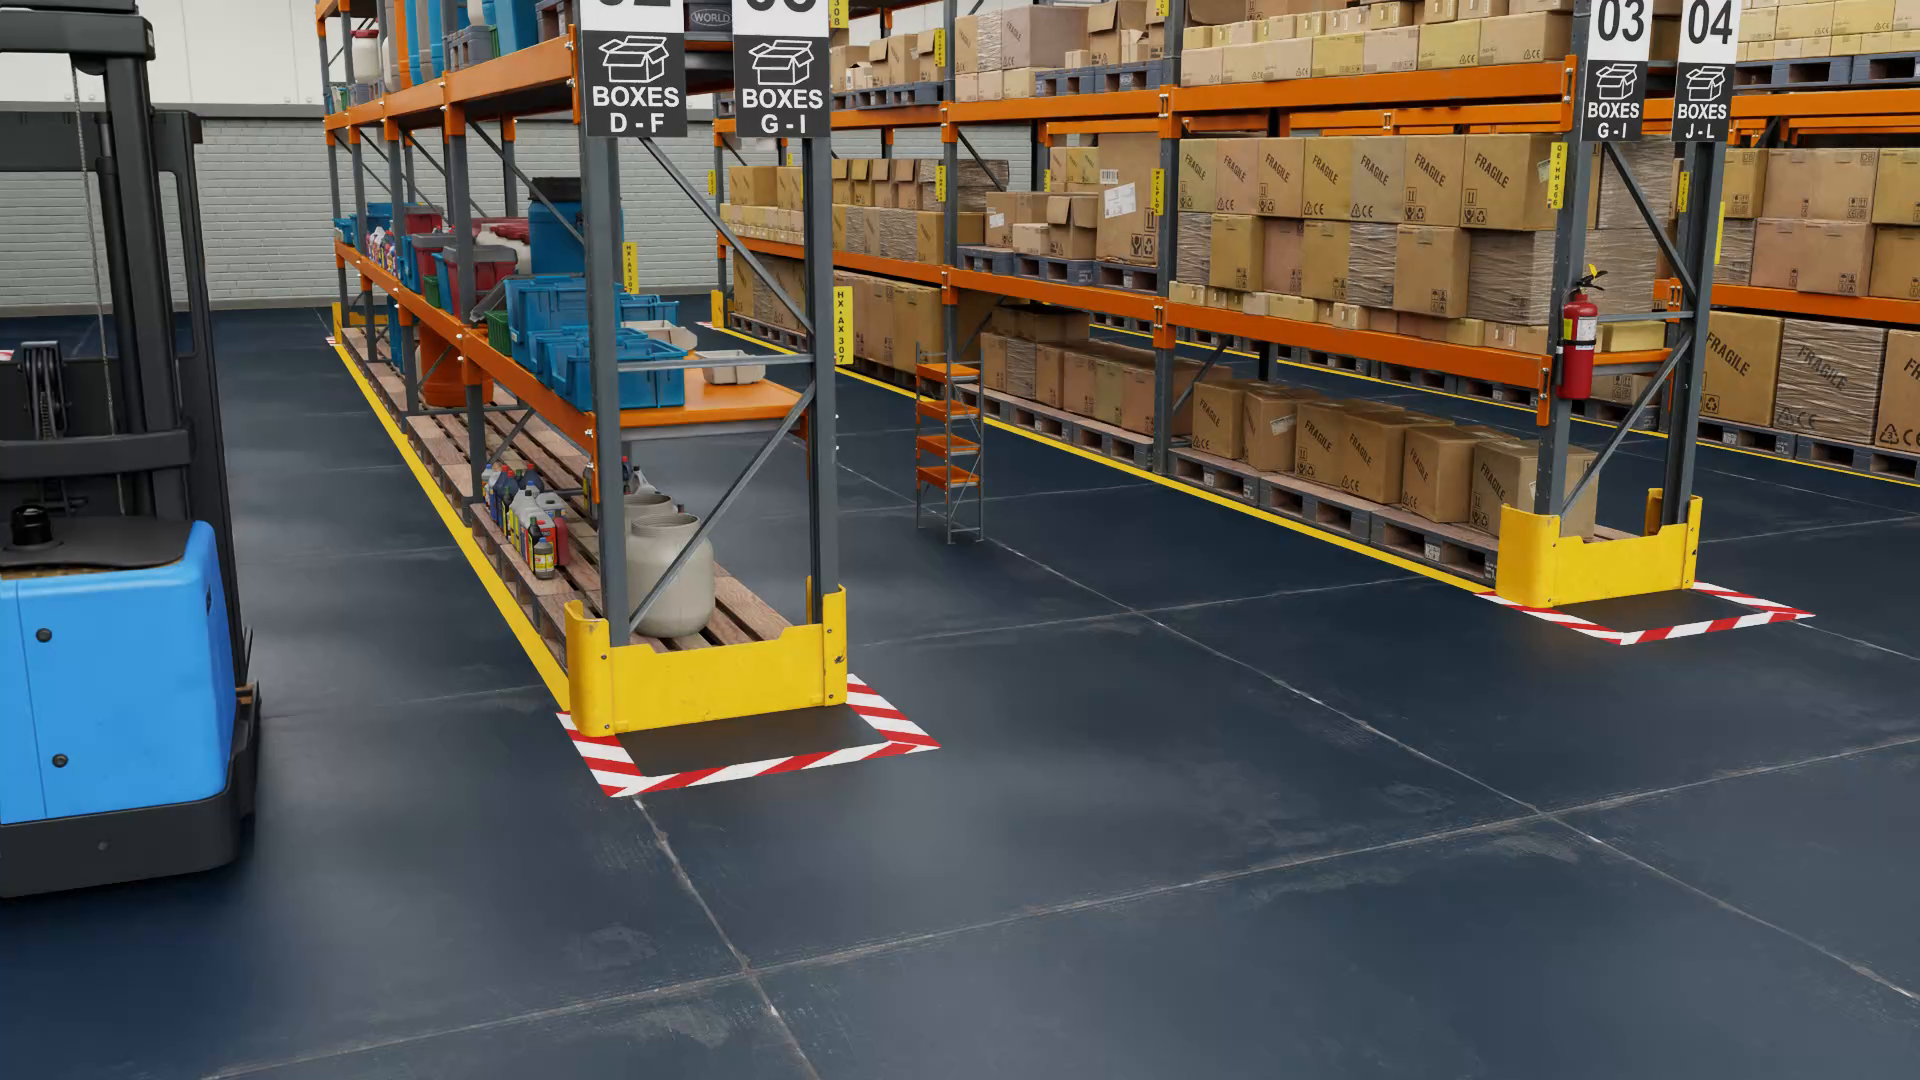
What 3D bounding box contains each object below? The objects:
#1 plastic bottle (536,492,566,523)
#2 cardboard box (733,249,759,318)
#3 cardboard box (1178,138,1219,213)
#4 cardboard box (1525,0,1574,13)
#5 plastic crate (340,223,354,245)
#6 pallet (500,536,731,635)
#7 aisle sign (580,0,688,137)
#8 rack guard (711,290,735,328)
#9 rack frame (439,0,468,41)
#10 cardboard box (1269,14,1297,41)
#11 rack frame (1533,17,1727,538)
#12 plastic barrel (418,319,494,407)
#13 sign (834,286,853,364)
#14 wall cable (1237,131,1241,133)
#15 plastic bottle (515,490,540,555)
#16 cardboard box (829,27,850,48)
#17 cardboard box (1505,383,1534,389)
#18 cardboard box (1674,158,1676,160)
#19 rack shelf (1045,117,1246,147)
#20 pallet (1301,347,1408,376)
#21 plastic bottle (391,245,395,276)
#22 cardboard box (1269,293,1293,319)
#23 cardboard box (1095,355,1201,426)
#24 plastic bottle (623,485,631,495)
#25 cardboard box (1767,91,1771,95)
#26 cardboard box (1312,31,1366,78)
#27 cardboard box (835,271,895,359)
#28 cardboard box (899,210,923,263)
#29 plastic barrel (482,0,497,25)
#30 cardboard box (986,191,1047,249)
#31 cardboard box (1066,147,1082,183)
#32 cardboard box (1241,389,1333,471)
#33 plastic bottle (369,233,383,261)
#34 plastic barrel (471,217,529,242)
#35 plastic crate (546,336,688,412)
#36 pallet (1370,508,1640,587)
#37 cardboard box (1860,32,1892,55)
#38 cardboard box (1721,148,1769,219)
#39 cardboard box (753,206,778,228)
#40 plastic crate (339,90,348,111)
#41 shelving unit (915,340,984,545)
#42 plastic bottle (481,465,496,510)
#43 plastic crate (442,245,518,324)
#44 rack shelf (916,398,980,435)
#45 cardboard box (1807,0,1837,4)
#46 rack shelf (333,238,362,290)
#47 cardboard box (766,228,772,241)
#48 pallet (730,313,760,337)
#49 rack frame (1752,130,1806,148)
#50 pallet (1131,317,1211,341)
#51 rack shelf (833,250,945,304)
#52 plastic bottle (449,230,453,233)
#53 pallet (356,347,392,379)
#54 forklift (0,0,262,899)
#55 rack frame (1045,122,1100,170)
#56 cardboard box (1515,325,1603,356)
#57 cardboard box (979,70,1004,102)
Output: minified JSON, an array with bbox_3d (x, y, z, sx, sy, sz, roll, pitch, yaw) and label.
[{"bbox_3d":[-2.293,-0.122,9.308,0.152,0.276,0.135,-6,14,-23],"label":"plastic bottle"},{"bbox_3d":[-2.547,-3.518,22.698,0.875,0.875,0.875,-6,14,-23],"label":"cardboard box"},{"bbox_3d":[1.877,-2.559,11.675,0.500,0.500,0.500,-6,14,-23],"label":"cardboard box"},{"bbox_3d":[3.135,-2.780,8.523,0.380,0.149,0.250,-6,14,-23],"label":"cardboard box"},{"bbox_3d":[-6.970,-3.559,19.333,0.416,0.233,0.300,-6,14,-23],"label":"plastic crate"},{"bbox_3d":[-1.885,0.207,9.009,1.003,0.211,1.213,-6,14,-23],"label":"pallet"},{"bbox_3d":[-1.249,-1.945,6.357,0.394,0.787,0.004,-6,14,-23],"label":"aisle sign"},{"bbox_3d":[-2.886,-3.261,23.349,1.175,0.500,0.348,-6,14,-23],"label":"rack guard"},{"bbox_3d":[-2.608,-4.470,9.725,1.000,3.000,0.127,-6,14,-23],"label":"rack frame"},{"bbox_3d":[2.201,-3.265,10.622,0.380,0.149,0.250,-6,14,-24],"label":"cardboard box"},{"bbox_3d":[3.532,-1.168,8.763,1.000,3.000,0.127,-6,14,-23],"label":"rack frame"},{"bbox_3d":[-4.422,-1.620,14.599,0.600,0.830,0.708,-6,14,-23],"label":"plastic barrel"},{"bbox_3d":[-0.500,-0.904,7.010,0.100,0.325,0.005,-6,14,-23],"label":"sign"},{"bbox_3d":[5.218,-7.157,32.387,0.588,1.984,0.122,-6,14,-23],"label":"wall cable"},{"bbox_3d":[-2.345,-0.101,9.054,0.144,0.351,0.185,-5,14,-21],"label":"plastic bottle"},{"bbox_3d":[-1.645,-5.971,19.825,0.500,0.250,0.500,-7,15,-27],"label":"cardboard box"},{"bbox_3d":[5.801,-1.850,15.767,1.050,0.750,0.750,-6,14,-23],"label":"cardboard box"},{"bbox_3d":[8.748,-4.440,20.462,0.500,0.500,0.500,-5,14,-22],"label":"cardboard box"},{"bbox_3d":[2.509,-5.598,22.849,1.077,0.370,4.000,-6,14,-23],"label":"rack shelf"},{"bbox_3d":[4.601,-2.051,18.763,1.003,0.211,1.213,-6,14,-23],"label":"pallet"},{"bbox_3d":[-4.963,-2.469,14.671,0.097,0.271,0.097,0,13,0],"label":"plastic bottle"},{"bbox_3d":[2.264,-1.544,10.947,0.380,0.149,0.250,-6,14,-23],"label":"cardboard box"},{"bbox_3d":[1.530,-1.220,13.556,0.700,0.500,0.500,-6,14,-23],"label":"cardboard box"},{"bbox_3d":[-1.916,-0.181,9.547,0.061,0.283,0.133,-6,14,-23],"label":"plastic bottle"},{"bbox_3d":[12.070,-6.627,24.443,0.380,0.149,0.250,-5,14,-21],"label":"cardboard box"},{"bbox_3d":[2.500,-2.946,10.125,0.500,0.250,0.500,-6,14,-24],"label":"cardboard box"},{"bbox_3d":[-0.641,-2.502,18.307,1.225,0.875,0.875,-6,14,-25],"label":"cardboard box"},{"bbox_3d":[-0.291,-3.052,16.684,0.500,0.500,0.500,-6,14,-23],"label":"cardboard box"},{"bbox_3d":[-2.307,-3.242,9.029,0.600,0.901,0.708,-6,14,-23],"label":"plastic barrel"},{"bbox_3d":[0.581,-2.966,15.380,0.500,0.500,0.500,-8,15,-30],"label":"cardboard box"},{"bbox_3d":[1.853,-5.361,23.781,0.500,0.500,0.500,-5,14,-21],"label":"cardboard box"},{"bbox_3d":[2.290,-0.777,11.687,0.500,0.500,0.500,-1,13,-5],"label":"cardboard box"},{"bbox_3d":[-5.830,-2.934,16.668,0.152,0.276,0.135,-6,14,-23],"label":"plastic bottle"},{"bbox_3d":[-3.747,-2.371,13.660,0.600,0.536,0.708,-6,14,-23],"label":"plastic barrel"},{"bbox_3d":[-1.480,-0.724,7.177,0.499,0.251,0.616,-6,14,-23],"label":"plastic crate"},{"bbox_3d":[3.209,0.004,9.884,1.003,0.211,1.213,-6,14,-23],"label":"pallet"},{"bbox_3d":[6.862,-3.645,12.217,0.380,0.149,0.250,-6,14,-23],"label":"cardboard box"},{"bbox_3d":[6.632,-2.941,13.698,0.875,0.550,0.550,-6,14,-23],"label":"cardboard box"},{"bbox_3d":[-2.306,-4.103,21.120,0.500,0.250,0.500,-6,14,-24],"label":"cardboard box"},{"bbox_3d":[-6.259,-4.618,17.488,0.450,0.188,0.662,-6,14,-23],"label":"plastic crate"},{"bbox_3d":[-0.066,-0.619,10.382,0.258,1.200,0.503,-6,14,-23],"label":"shelving unit"},{"bbox_3d":[-2.882,-0.327,10.203,0.097,0.271,0.097,0,13,0],"label":"plastic bottle"},{"bbox_3d":[-3.082,-1.650,10.707,0.402,0.464,0.583,-6,14,-23],"label":"plastic crate"},{"bbox_3d":[-0.066,-0.771,10.347,0.258,0.148,0.480,-6,14,-23],"label":"rack shelf"},{"bbox_3d":[6.656,-4.139,12.583,0.380,0.149,0.250,-6,14,-24],"label":"cardboard box"},{"bbox_3d":[-6.614,-3.262,19.409,1.077,0.370,4.000,-6,14,-23],"label":"rack shelf"},{"bbox_3d":[-2.212,-3.824,20.795,0.380,0.149,0.250,-6,14,-24],"label":"cardboard box"},{"bbox_3d":[-2.485,-2.957,22.677,1.003,0.211,1.213,-6,14,-23],"label":"pallet"},{"bbox_3d":[12.352,-4.991,25.283,1.000,3.000,0.127,-6,14,-23],"label":"rack frame"},{"bbox_3d":[3.009,-2.851,22.221,1.003,0.211,1.213,-6,14,-23],"label":"pallet"},{"bbox_3d":[-0.473,-2.883,17.771,1.077,0.370,4.000,-6,14,-23],"label":"rack shelf"},{"bbox_3d":[-4.789,-2.746,15.692,0.144,0.351,0.185,-6,14,-23],"label":"plastic bottle"},{"bbox_3d":[-6.143,-1.990,18.498,1.003,0.211,1.213,-6,14,-23],"label":"pallet"},{"bbox_3d":[-3.398,-0.566,6.316,1.130,2.935,3.031,-5,14,-20],"label":"forklift"},{"bbox_3d":[1.708,-4.901,24.891,1.000,3.000,0.127,-6,14,-23],"label":"rack frame"},{"bbox_3d":[3.229,-1.086,8.965,0.380,0.149,0.250,-6,14,-23],"label":"cardboard box"},{"bbox_3d":[0.488,-3.983,14.606,0.500,0.250,0.500,-5,14,-22],"label":"cardboard box"}]
